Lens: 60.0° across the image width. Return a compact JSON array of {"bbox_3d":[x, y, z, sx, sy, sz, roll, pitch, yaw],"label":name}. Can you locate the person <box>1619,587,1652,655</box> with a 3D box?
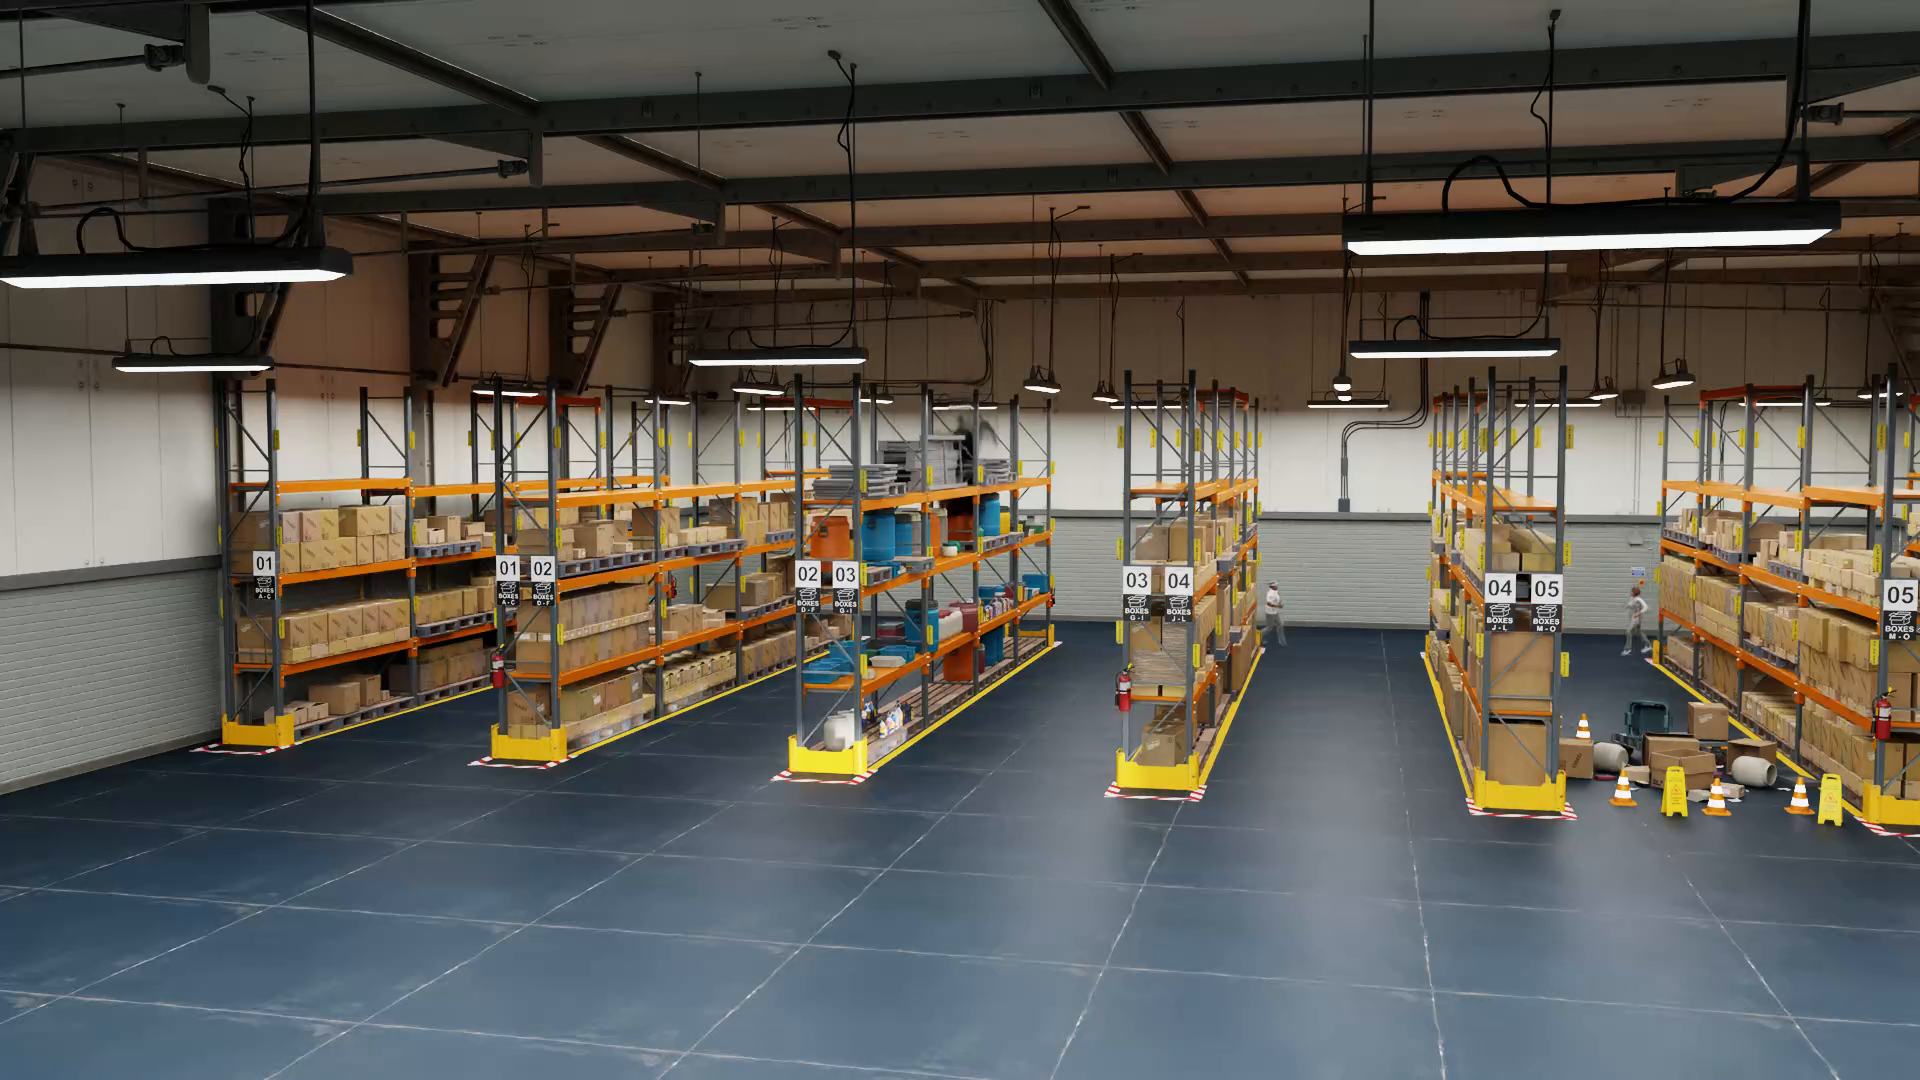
[{"bbox_3d":[15.727,1.900,38.593,0.738,1.609,0.542,1,3,11],"label":"person"}]

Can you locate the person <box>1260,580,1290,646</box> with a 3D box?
[{"bbox_3d":[7.559,1.778,40.394,0.787,1.663,0.743,2,4,27],"label":"person"}]
